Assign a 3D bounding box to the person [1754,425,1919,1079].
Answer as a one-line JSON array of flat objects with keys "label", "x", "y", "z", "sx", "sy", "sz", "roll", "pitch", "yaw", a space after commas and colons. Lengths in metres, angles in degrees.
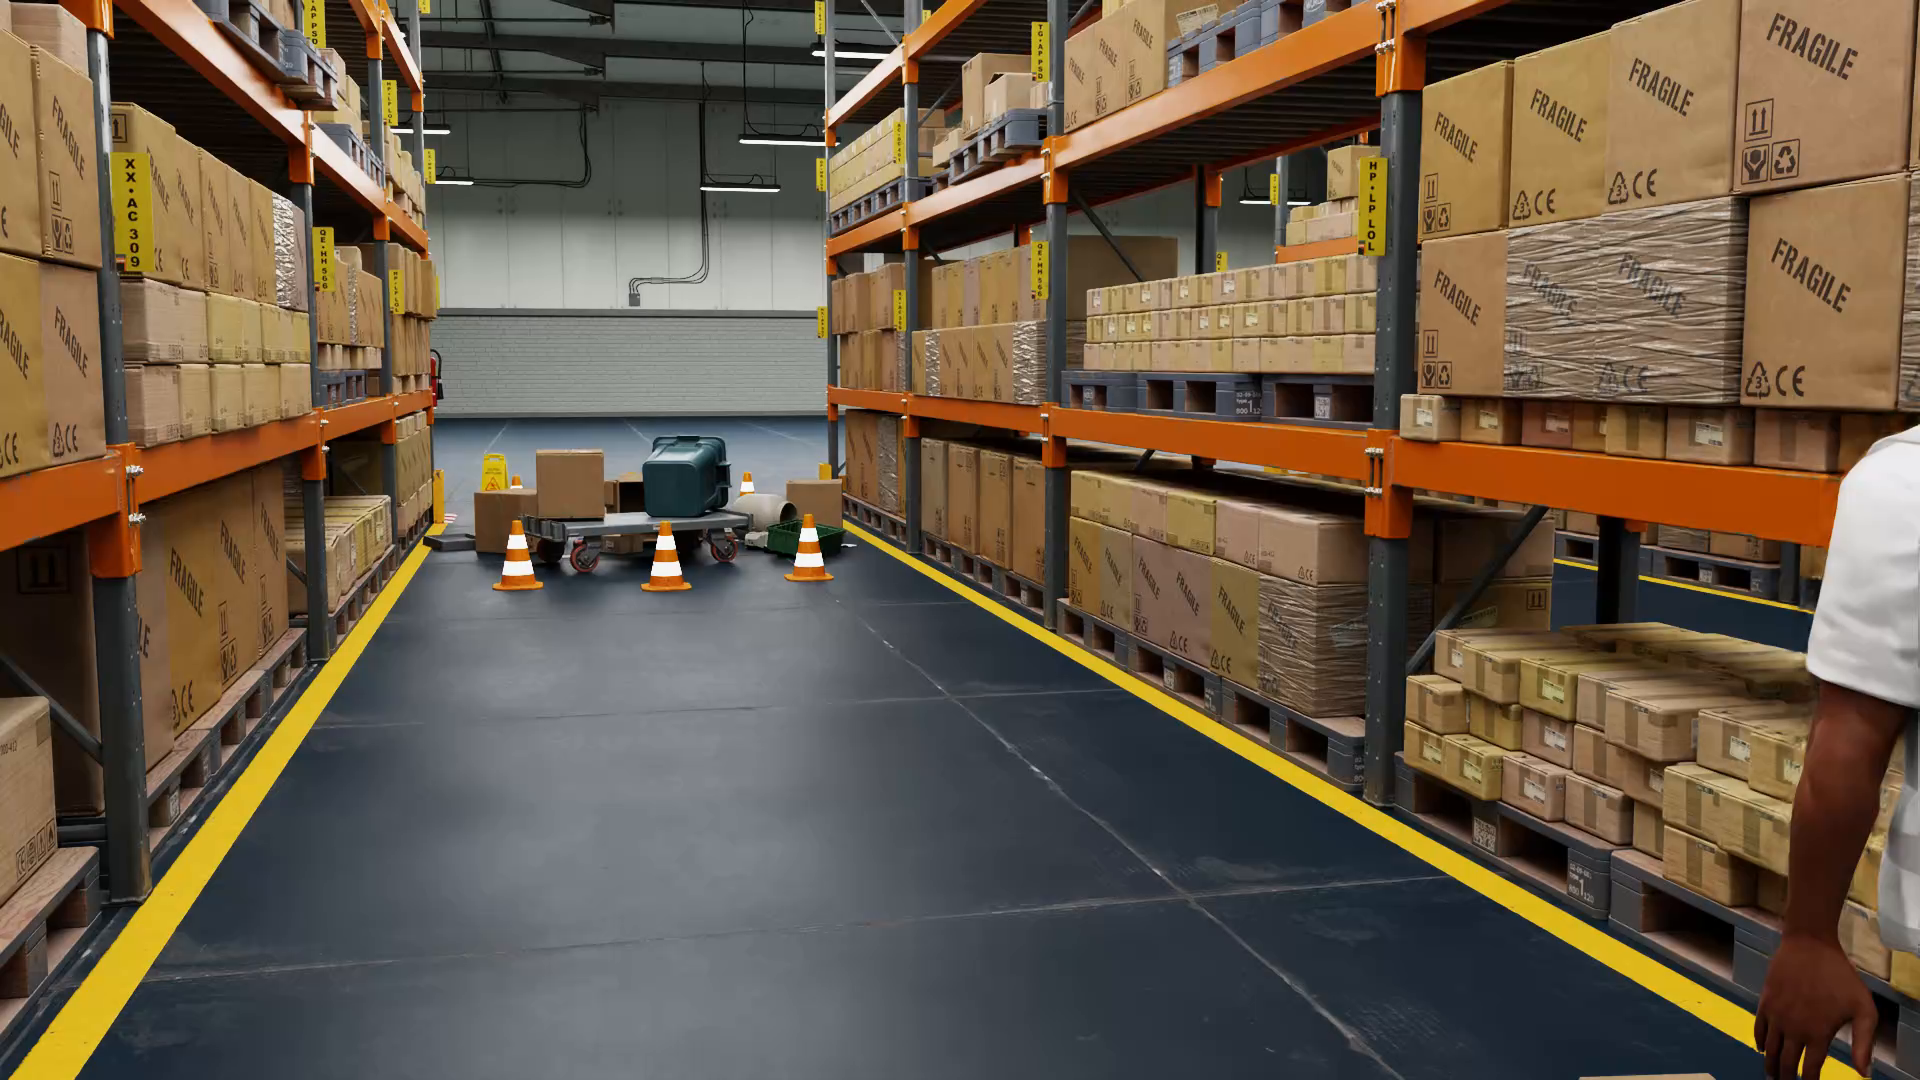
[{"label": "person", "x": 1.243, "y": 0.500, "z": 1.790, "sx": 0.623, "sy": 1.836, "sz": 0.564, "roll": -1, "pitch": 6, "yaw": -8}]
